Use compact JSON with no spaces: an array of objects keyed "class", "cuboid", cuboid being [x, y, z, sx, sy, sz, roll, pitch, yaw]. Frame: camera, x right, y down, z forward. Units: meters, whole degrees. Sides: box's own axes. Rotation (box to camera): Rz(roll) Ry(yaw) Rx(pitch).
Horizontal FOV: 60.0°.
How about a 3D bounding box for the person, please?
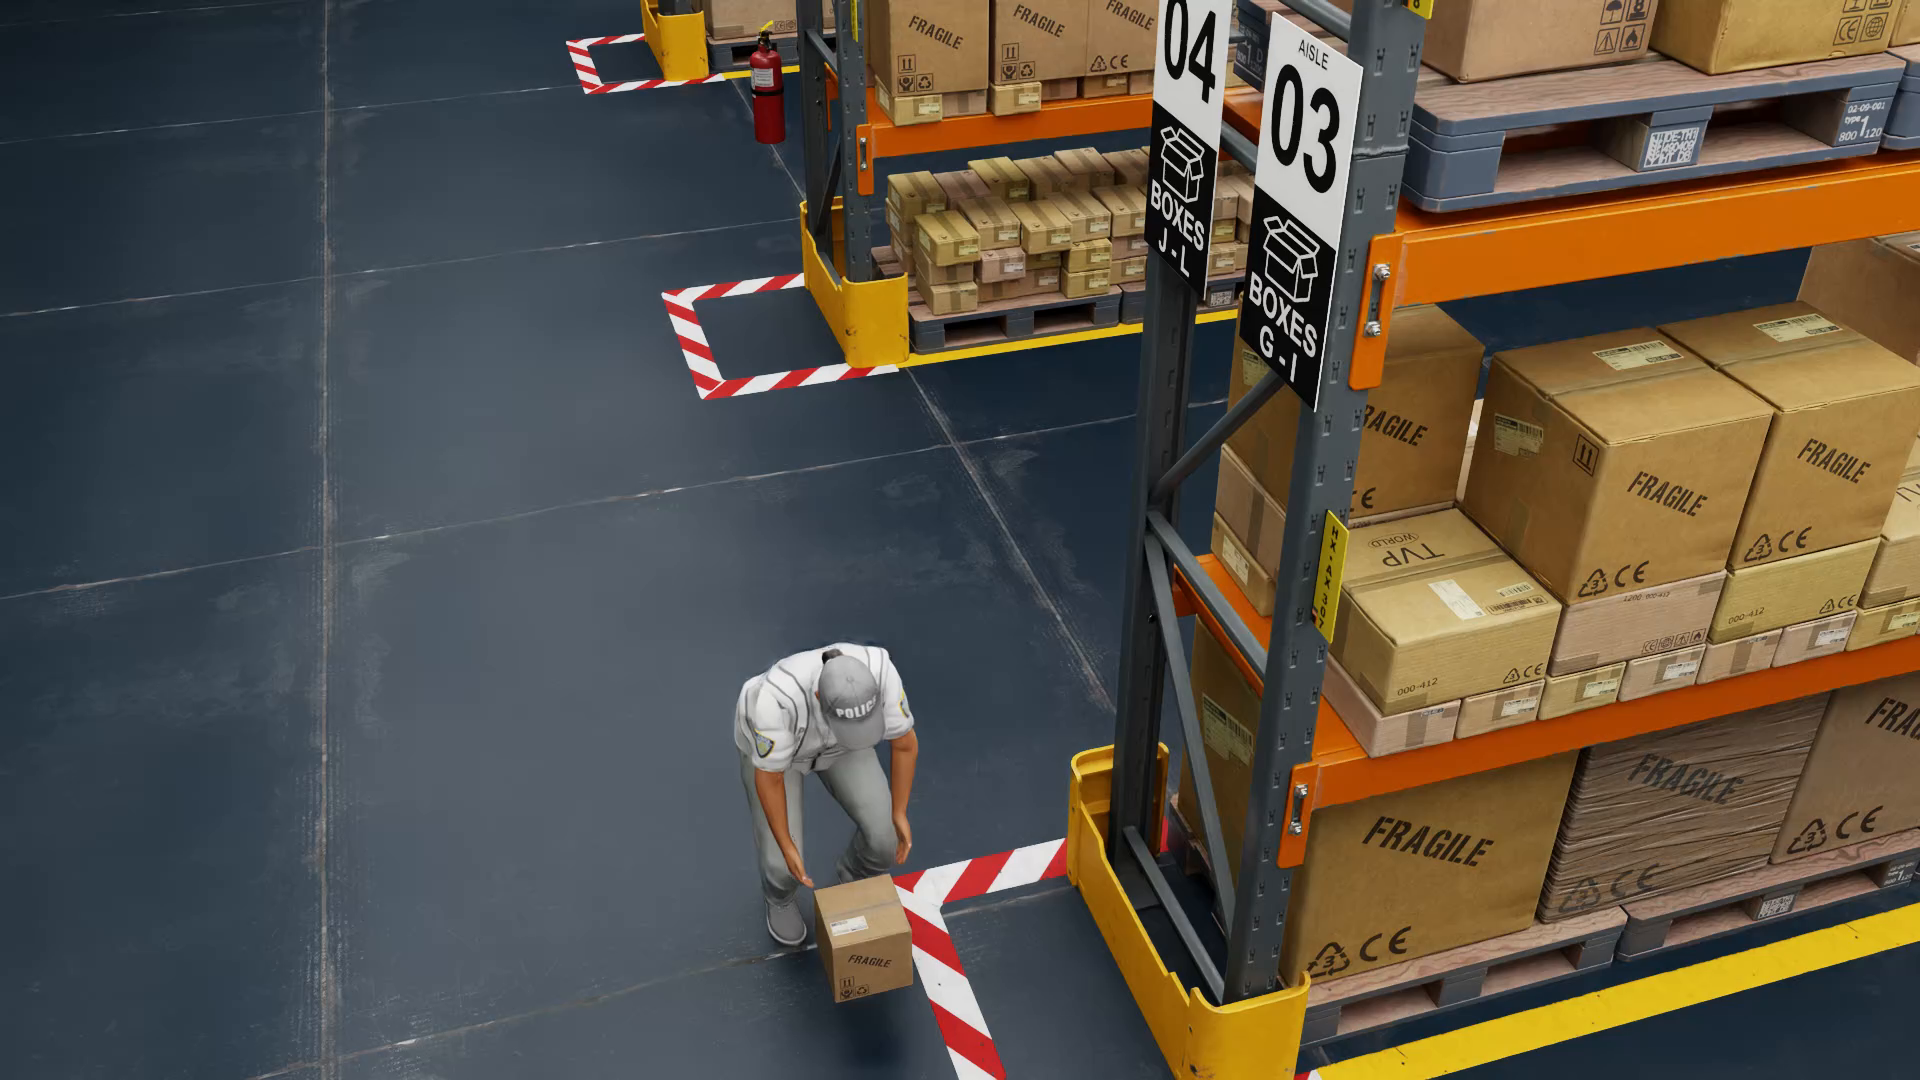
[{"class":"person","cuboid":[-0.421,0.784,5.369,0.539,1.239,0.794,-12,36,-16]}]
